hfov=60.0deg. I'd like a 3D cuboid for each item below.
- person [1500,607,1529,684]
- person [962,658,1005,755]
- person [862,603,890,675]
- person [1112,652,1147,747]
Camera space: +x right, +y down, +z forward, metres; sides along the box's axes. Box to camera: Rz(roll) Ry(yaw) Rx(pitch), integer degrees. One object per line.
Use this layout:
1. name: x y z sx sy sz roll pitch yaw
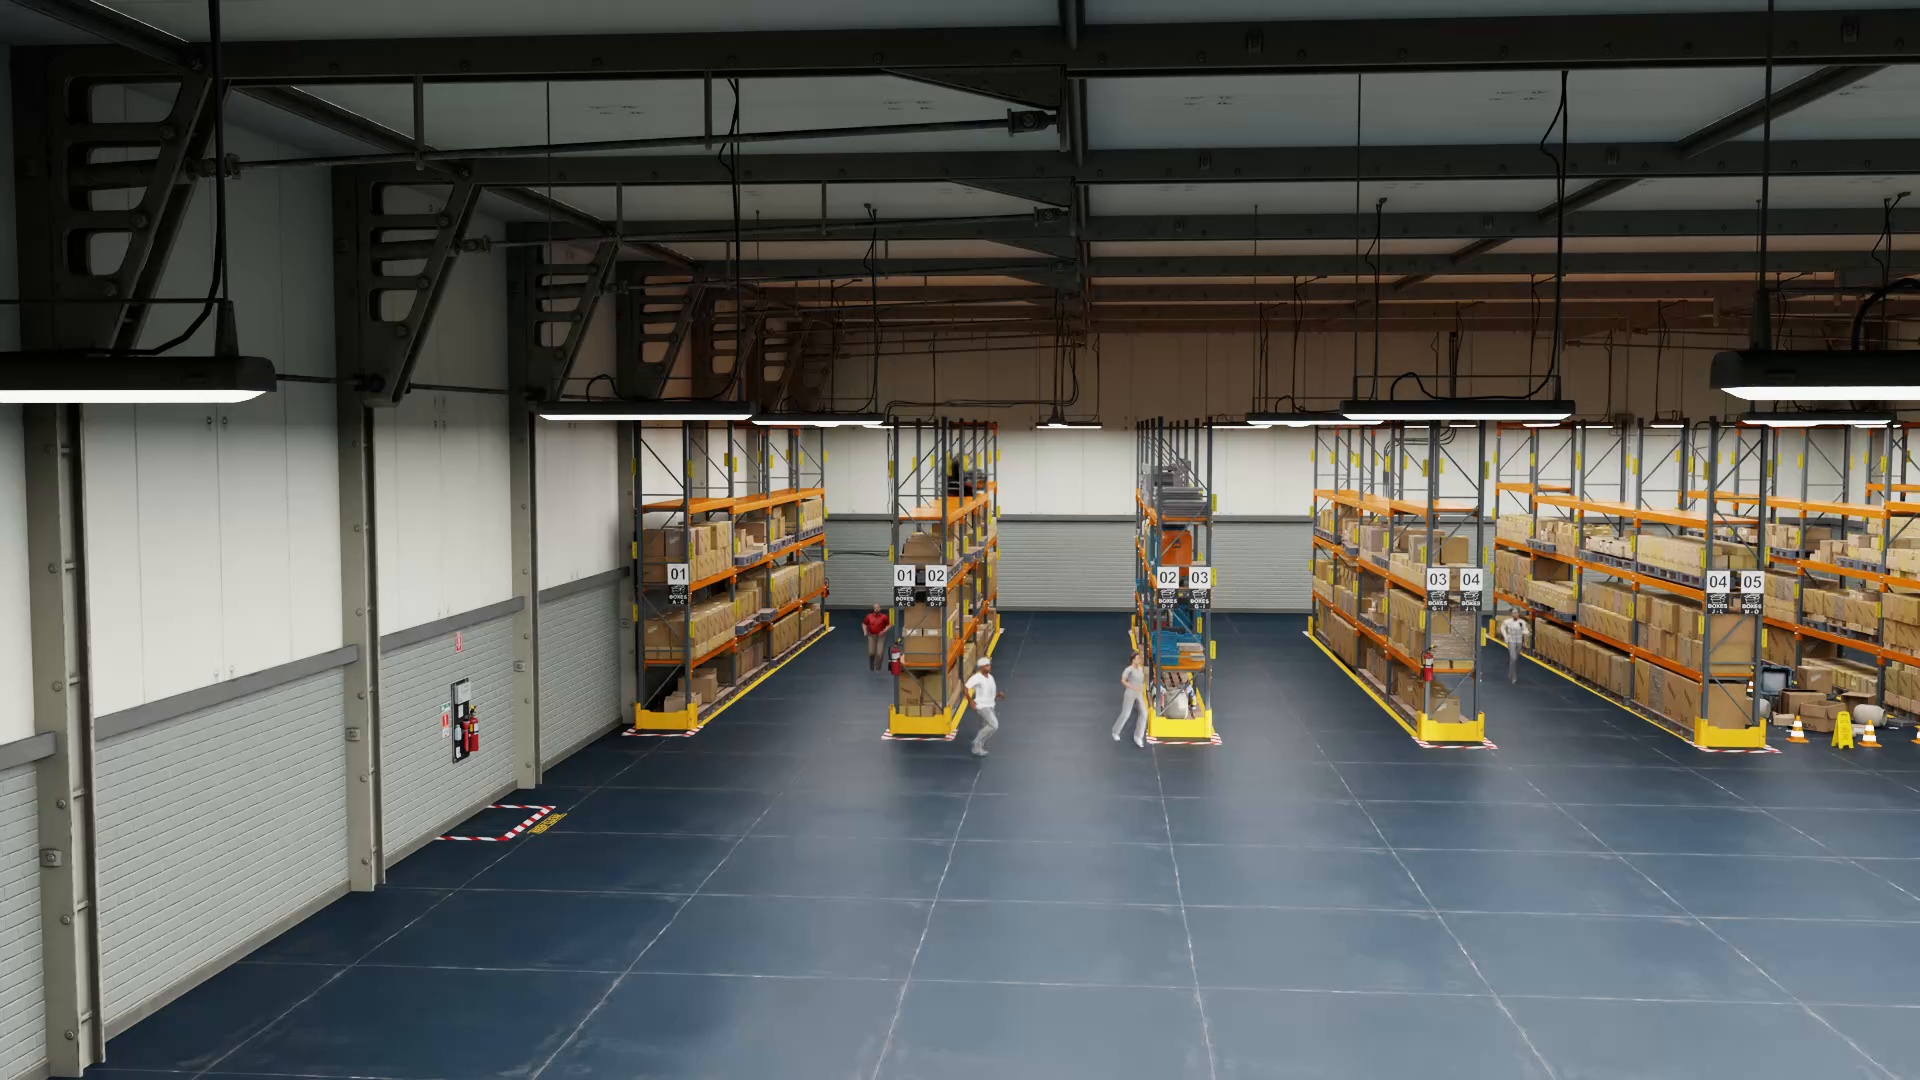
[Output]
1. person: 12.729 2.398 38.111 0.584 1.754 0.760 0 4 3
2. person: 0.474 2.931 29.243 0.638 1.724 0.687 2 4 30
3. person: -1.969 2.330 39.095 0.665 1.685 0.593 0 4 -1
4. person: 3.192 2.899 30.576 0.615 1.692 0.786 -3 4 -34
